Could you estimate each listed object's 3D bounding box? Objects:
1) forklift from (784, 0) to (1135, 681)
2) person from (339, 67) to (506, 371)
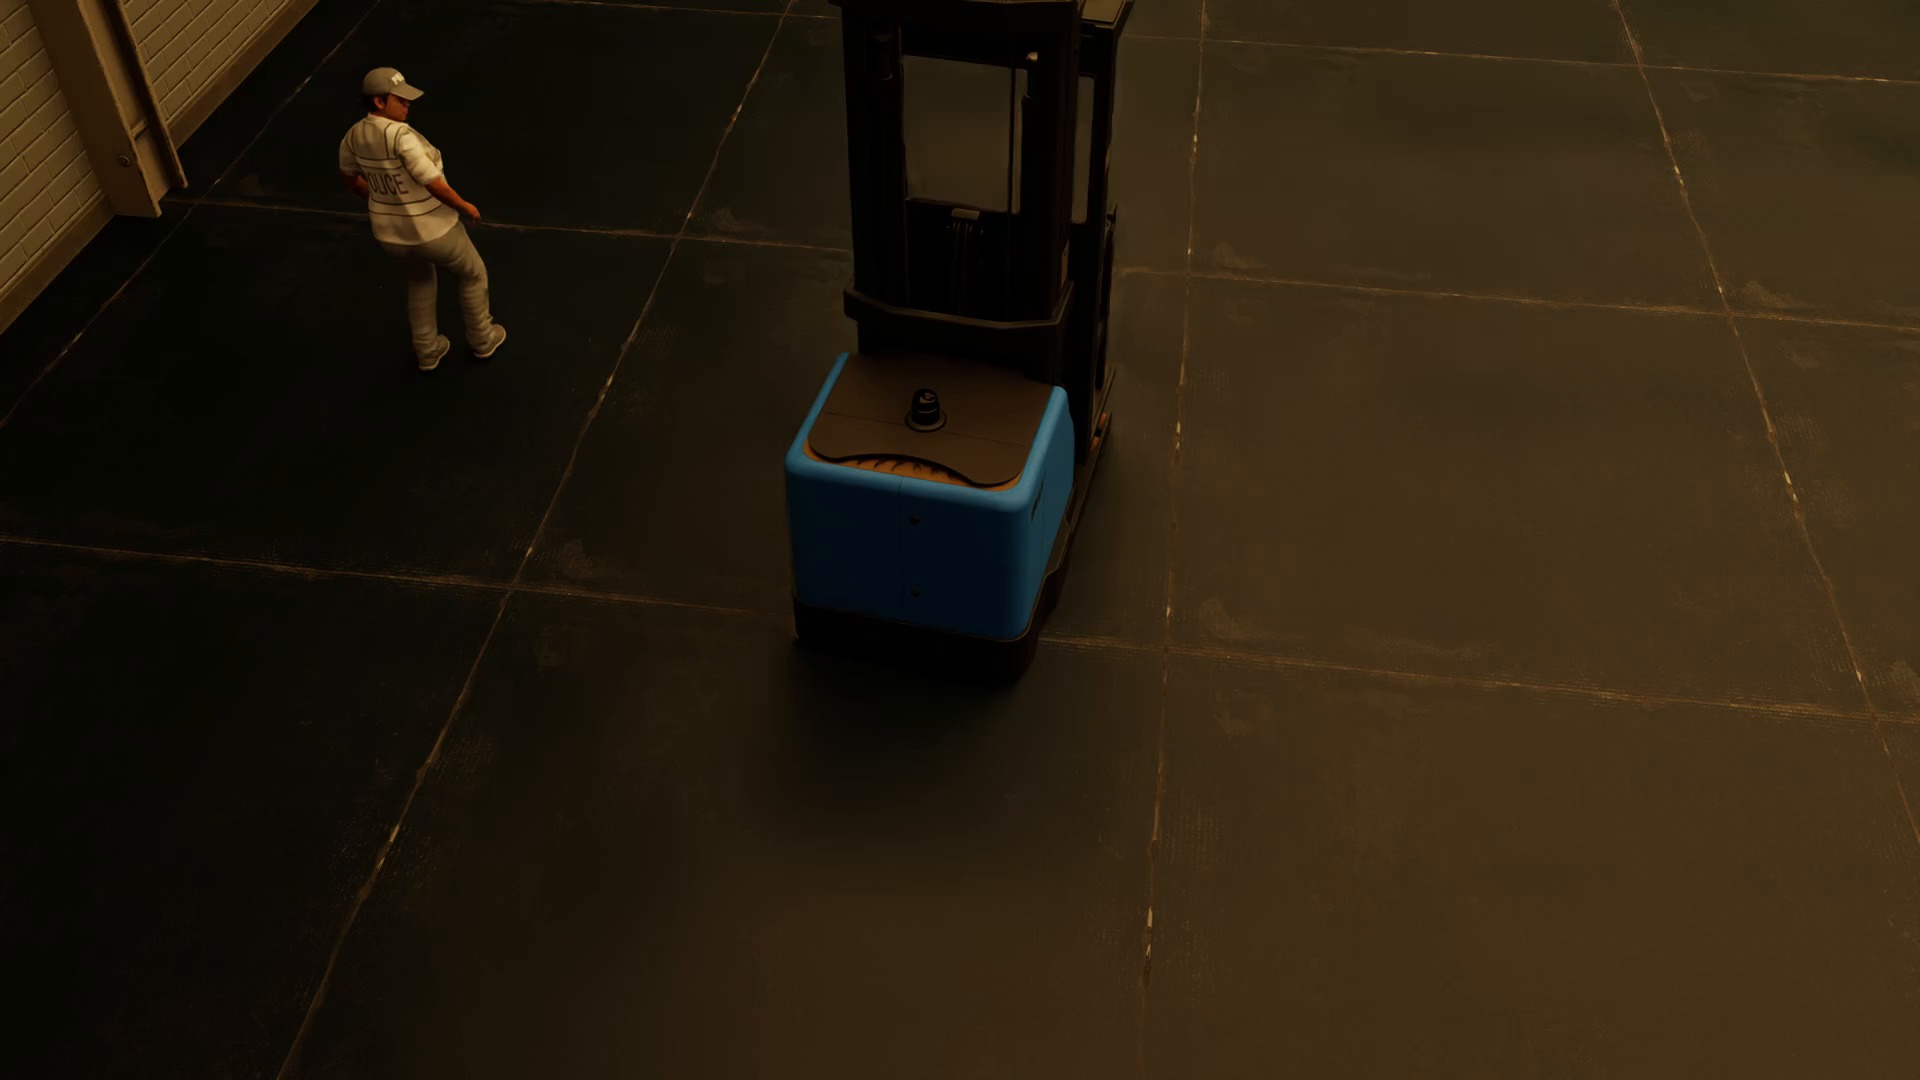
[{"bbox_3d":[0.141,-1.487,7.343,1.130,2.935,3.031,10,44,11],"label":"forklift"},{"bbox_3d":[-2.756,-1.620,8.453,0.674,1.638,0.512,12,44,12],"label":"person"}]
